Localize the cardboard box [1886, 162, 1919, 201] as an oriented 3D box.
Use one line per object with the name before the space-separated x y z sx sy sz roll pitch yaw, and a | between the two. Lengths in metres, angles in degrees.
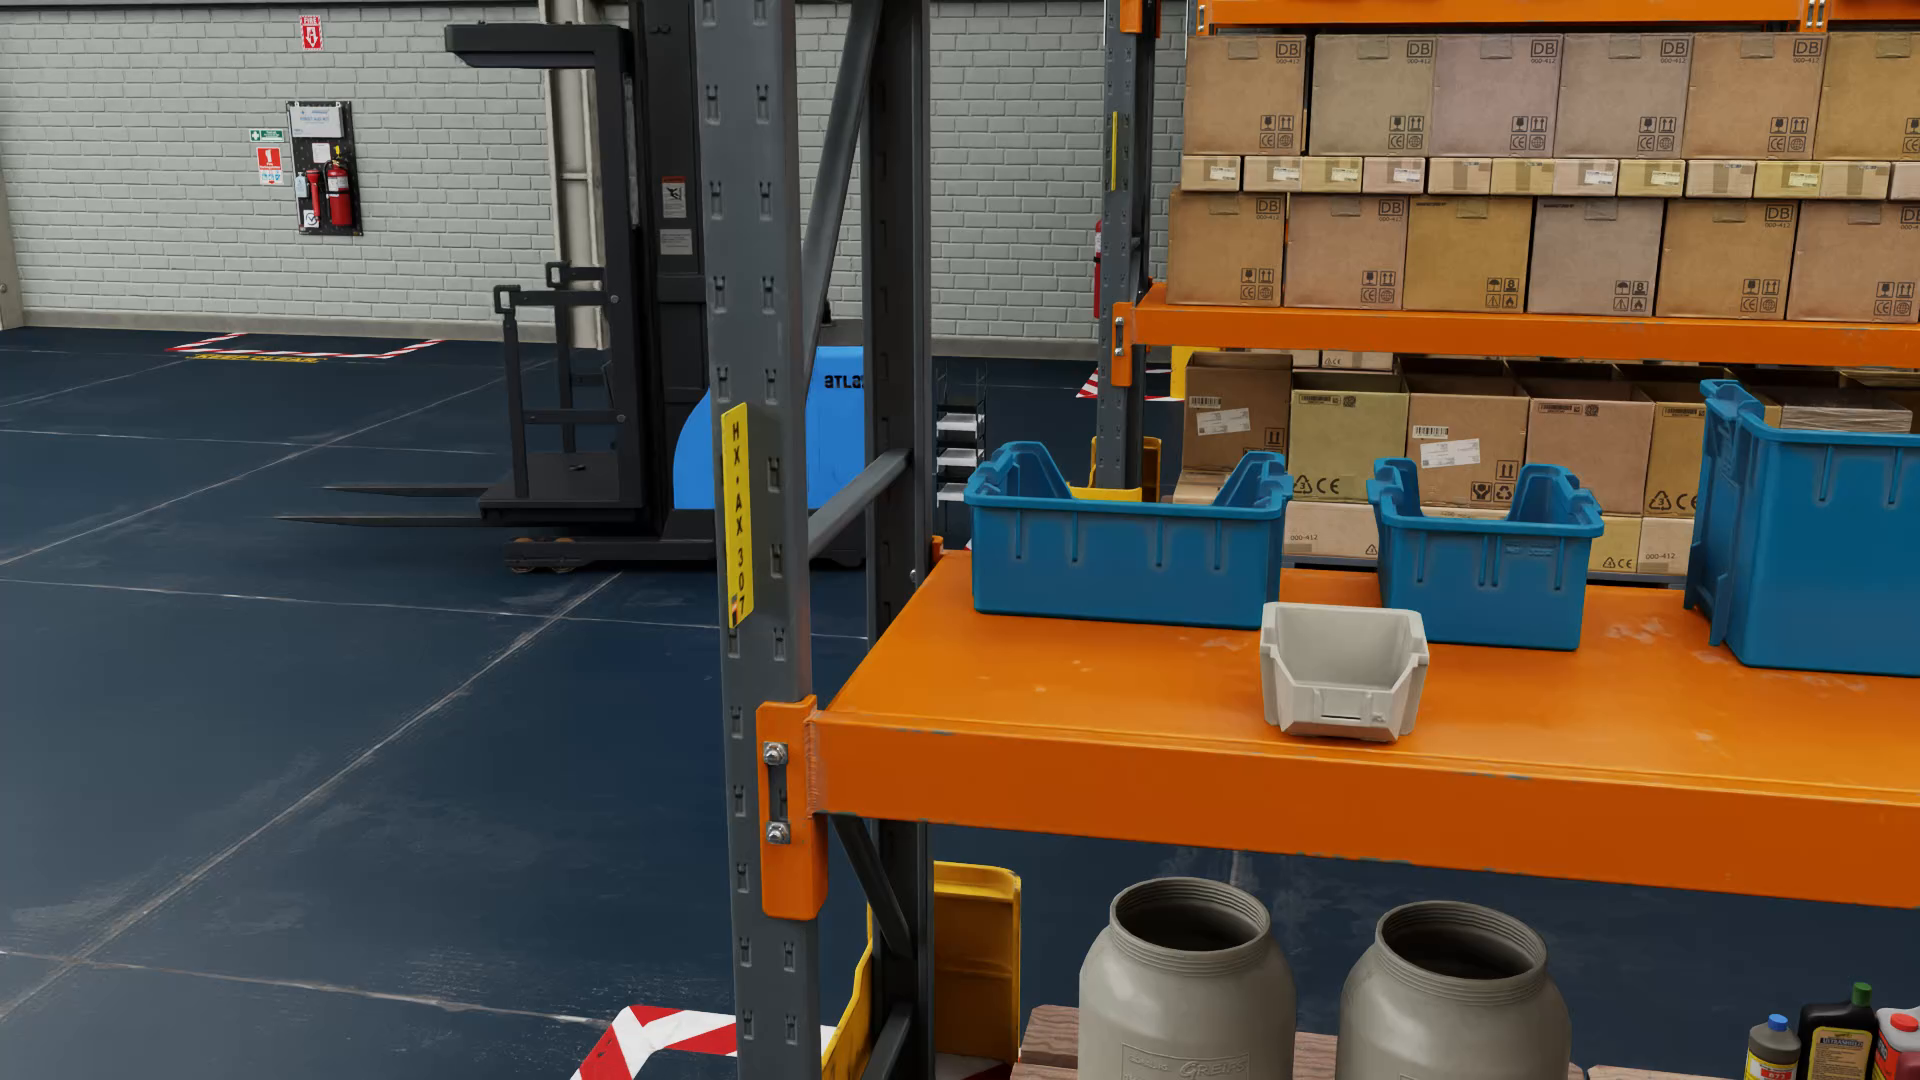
cardboard box | 3.884 -1.476 6.798 0.250 0.149 0.380 3 16 9

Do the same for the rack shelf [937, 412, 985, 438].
rack shelf | 0.008 -0.575 8.331 0.200 0.077 0.258 3 16 11

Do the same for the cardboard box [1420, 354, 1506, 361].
cardboard box | 3.684 -1.503 12.157 0.500 0.500 0.700 2 16 8

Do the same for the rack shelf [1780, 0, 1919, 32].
rack shelf | 7.636 -3.418 10.941 4.000 0.370 1.077 3 16 11

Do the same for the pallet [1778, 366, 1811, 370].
pallet | 6.439 -1.041 11.854 1.213 0.211 1.003 3 16 11

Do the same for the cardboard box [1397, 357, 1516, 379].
cardboard box | 2.340 -0.581 7.930 0.500 0.500 0.500 3 16 11

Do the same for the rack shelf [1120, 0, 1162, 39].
rack shelf | 2.733 -2.335 7.030 4.000 0.370 1.077 3 16 11

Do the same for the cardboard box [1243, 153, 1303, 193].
cardboard box | 1.374 -1.613 7.292 0.250 0.149 0.380 3 16 10

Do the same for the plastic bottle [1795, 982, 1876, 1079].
plastic bottle | 1.787 1.035 3.402 0.133 0.283 0.061 4 16 12

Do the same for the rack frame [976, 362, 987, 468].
rack frame | 0.107 -0.428 8.351 0.006 0.900 0.240 3 16 11

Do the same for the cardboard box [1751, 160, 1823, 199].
cardboard box | 3.387 -1.503 6.898 0.250 0.149 0.380 3 16 11

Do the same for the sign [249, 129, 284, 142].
sign | -6.198 -3.614 14.862 0.331 0.109 0.001 3 16 11

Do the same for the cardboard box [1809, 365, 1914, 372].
cardboard box | 6.401 -1.398 11.779 0.500 0.500 0.700 4 16 13

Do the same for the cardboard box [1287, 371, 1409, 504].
cardboard box | 1.744 -0.468 7.522 0.500 0.500 0.500 3 16 11

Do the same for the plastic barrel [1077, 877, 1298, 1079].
plastic barrel | 0.442 0.965 3.263 0.421 0.512 0.421 0 15 0

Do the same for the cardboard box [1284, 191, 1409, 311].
cardboard box | 1.743 -1.336 7.507 0.500 0.500 0.700 4 16 13

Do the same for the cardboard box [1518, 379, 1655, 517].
cardboard box | 2.723 -0.414 7.326 0.500 0.500 0.500 3 16 11

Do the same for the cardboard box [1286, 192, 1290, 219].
cardboard box | 2.171 -2.467 12.021 0.500 0.250 0.500 3 16 9

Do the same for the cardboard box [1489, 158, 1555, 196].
cardboard box | 2.377 -1.558 7.095 0.250 0.149 0.380 3 16 10

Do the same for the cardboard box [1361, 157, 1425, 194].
cardboard box | 1.865 -1.585 7.192 0.250 0.149 0.380 3 16 10

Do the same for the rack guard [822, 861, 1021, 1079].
rack guard | -0.134 1.150 3.405 0.348 0.500 1.175 3 16 11

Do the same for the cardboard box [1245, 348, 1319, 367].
cardboard box | 2.416 -1.494 12.480 0.500 0.311 0.500 1 16 5

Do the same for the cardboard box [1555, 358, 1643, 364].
cardboard box | 4.651 -1.478 12.066 0.500 0.500 0.500 2 16 7

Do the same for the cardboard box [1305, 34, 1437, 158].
cardboard box | 1.796 -1.958 7.324 0.500 0.500 0.700 3 16 10

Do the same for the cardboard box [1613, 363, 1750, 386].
cardboard box | 3.321 -0.528 7.738 0.500 0.500 0.500 3 16 11

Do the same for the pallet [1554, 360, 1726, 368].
pallet | 5.011 -1.108 12.097 1.213 0.211 1.003 3 16 11

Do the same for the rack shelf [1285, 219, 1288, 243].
rack shelf | 3.716 -2.185 12.110 4.000 0.370 1.077 3 16 11

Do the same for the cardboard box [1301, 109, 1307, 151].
cardboard box | 2.647 -2.804 11.835 0.500 0.500 0.500 3 16 11

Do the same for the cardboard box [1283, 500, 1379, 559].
cardboard box | 1.745 -0.107 7.624 0.500 0.250 0.500 3 16 11

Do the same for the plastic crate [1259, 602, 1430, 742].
plastic crate | 0.595 0.212 2.601 0.250 0.136 0.298 3 16 11

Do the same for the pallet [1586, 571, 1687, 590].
pallet | 2.722 0.097 7.747 1.213 0.211 1.003 3 16 11

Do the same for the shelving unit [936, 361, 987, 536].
shelving unit | 0.008 -0.433 8.370 0.210 0.900 0.258 3 16 11

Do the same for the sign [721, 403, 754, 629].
sign | -0.332 -0.036 2.486 0.005 0.325 0.100 3 16 11

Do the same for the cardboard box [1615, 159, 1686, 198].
cardboard box | 2.879 -1.530 6.994 0.250 0.149 0.380 4 16 13

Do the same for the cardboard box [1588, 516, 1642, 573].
cardboard box | 2.724 -0.053 7.427 0.500 0.250 0.500 3 16 11

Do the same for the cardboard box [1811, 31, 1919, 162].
cardboard box | 3.761 -1.851 6.939 0.500 0.500 0.700 3 16 11

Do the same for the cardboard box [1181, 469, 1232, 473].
cardboard box | 1.357 -0.268 8.206 0.500 0.250 0.500 3 16 11

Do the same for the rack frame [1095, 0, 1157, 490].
rack frame | 0.773 -1.342 7.719 0.127 3.000 1.000 3 16 11

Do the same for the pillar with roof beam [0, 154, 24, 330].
pillar with roof beam | -10.003 -5.231 10.518 0.400 9.000 9.100 3 16 11

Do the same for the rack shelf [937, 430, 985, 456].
rack shelf | 0.008 -0.488 8.355 0.200 0.077 0.258 3 16 11

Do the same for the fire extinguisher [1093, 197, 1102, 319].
fire extinguisher | 0.749 -1.433 8.190 0.183 0.674 0.296 3 16 11

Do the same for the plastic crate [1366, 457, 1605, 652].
plastic crate | 0.967 0.009 3.118 0.408 0.251 0.499 3 16 11

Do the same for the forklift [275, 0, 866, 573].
forklift | -1.803 -1.396 8.041 3.031 2.935 1.130 0 15 0

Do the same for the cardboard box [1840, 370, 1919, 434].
cardboard box | 4.300 -0.475 7.546 0.500 0.500 0.500 3 16 11

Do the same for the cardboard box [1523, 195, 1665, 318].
cardboard box | 2.745 -1.281 7.309 0.500 0.500 0.700 4 16 13

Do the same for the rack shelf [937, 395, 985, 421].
rack shelf | 0.008 -0.661 8.307 0.200 0.077 0.258 3 16 11

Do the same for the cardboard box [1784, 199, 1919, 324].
cardboard box | 3.738 -1.226 7.112 0.500 0.500 0.700 3 16 11

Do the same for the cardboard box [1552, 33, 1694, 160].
cardboard box | 2.781 -1.905 7.132 0.500 0.500 0.700 3 16 11

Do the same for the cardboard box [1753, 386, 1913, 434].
cardboard box | 3.707 -0.365 7.151 0.500 0.500 0.500 3 16 11

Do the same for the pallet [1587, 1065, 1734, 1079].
pallet | 1.853 1.399 3.046 1.213 0.211 1.003 3 16 11

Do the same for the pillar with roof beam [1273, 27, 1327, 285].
pillar with roof beam | 1.757 -4.592 8.214 0.400 9.000 9.100 3 16 11

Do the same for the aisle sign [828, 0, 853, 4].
aisle sign | -0.229 -1.381 2.989 0.004 0.787 0.394 3 16 11

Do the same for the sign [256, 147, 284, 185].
sign | -6.200 -3.362 14.942 0.234 0.329 0.001 3 16 11

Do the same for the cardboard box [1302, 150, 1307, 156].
cardboard box | 1.693 -1.705 7.627 0.250 0.149 0.380 3 16 10

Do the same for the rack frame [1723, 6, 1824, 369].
rack frame | 5.676 -2.426 11.630 0.127 3.000 1.000 3 16 11

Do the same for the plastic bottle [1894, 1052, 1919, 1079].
plastic bottle | 1.890 1.082 3.232 0.133 0.283 0.061 3 16 11
